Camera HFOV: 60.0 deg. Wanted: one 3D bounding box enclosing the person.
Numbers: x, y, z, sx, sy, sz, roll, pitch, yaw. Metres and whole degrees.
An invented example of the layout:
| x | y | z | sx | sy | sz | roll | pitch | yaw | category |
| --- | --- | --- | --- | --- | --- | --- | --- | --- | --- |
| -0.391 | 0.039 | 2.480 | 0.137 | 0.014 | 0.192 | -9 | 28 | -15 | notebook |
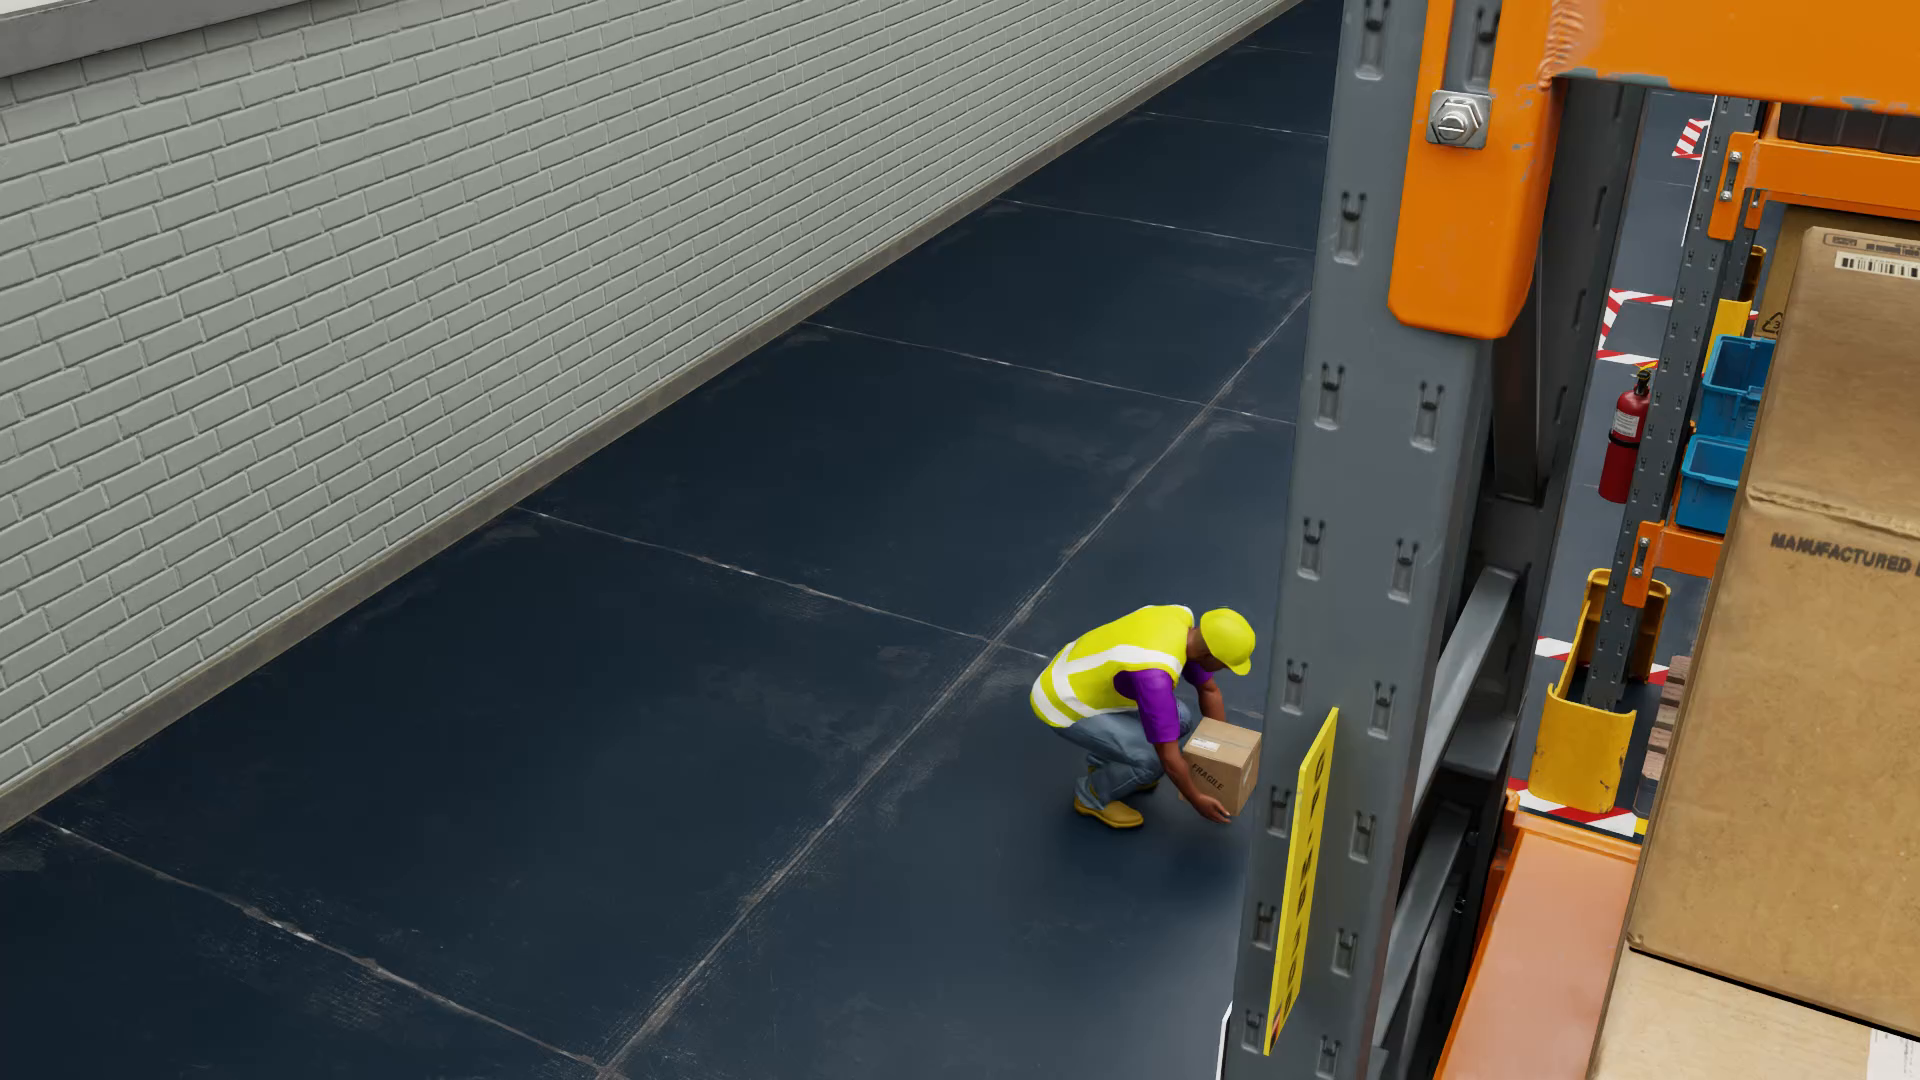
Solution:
| x | y | z | sx | sy | sz | roll | pitch | yaw | category |
| --- | --- | --- | --- | --- | --- | --- | --- | --- | --- |
| 0.754 | 0.670 | 6.721 | 0.889 | 0.996 | 0.590 | 14 | 33 | 23 | person |
